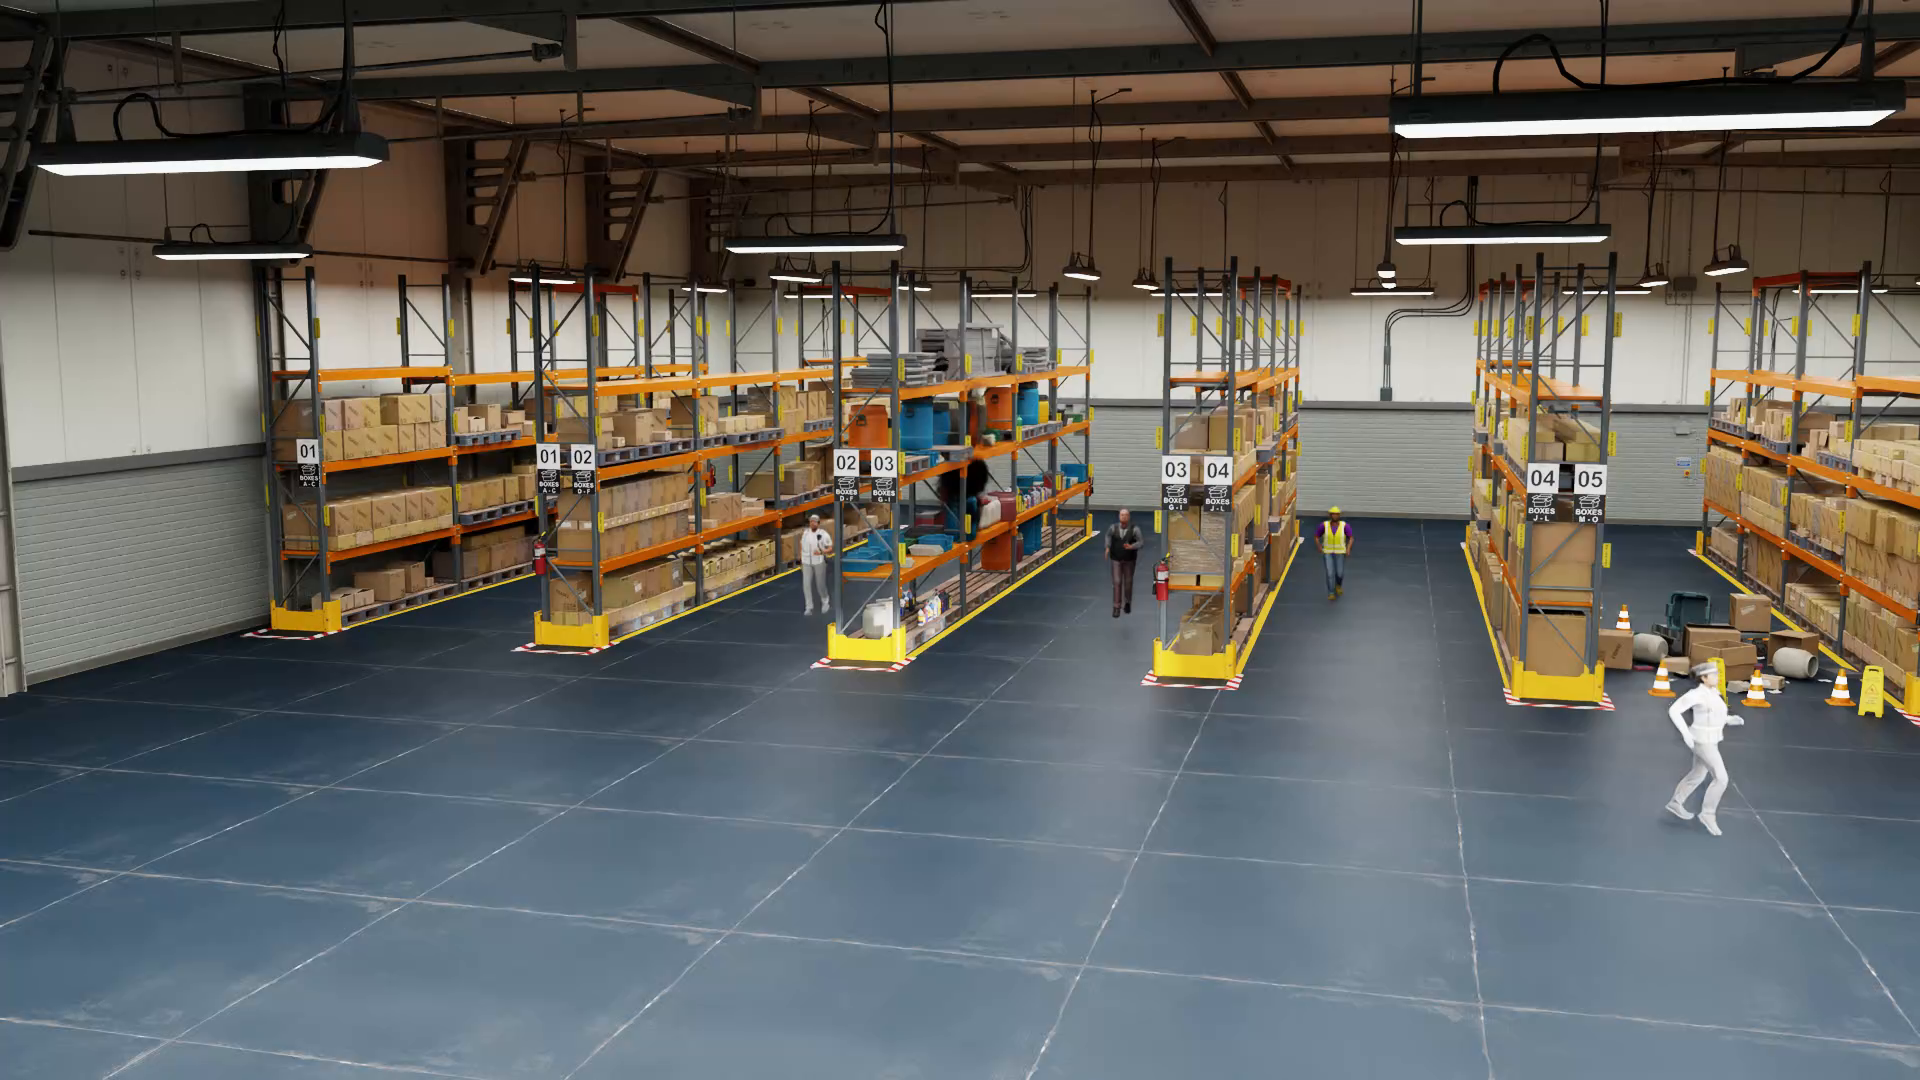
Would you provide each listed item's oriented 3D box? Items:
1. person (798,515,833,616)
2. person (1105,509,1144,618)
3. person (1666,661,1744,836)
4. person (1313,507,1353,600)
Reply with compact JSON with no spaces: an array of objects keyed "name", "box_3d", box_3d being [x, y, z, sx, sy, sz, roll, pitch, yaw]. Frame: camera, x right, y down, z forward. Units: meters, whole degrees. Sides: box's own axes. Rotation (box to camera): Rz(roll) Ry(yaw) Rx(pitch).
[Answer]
[{"name":"person","box_3d":[-2.419,0.417,27.572,0.620,1.673,0.747,2,7,13]},{"name":"person","box_3d":[2.698,0.365,27.390,0.657,1.752,0.826,1,7,8]},{"name":"person","box_3d":[7.457,2.064,16.663,0.732,1.749,0.576,7,10,44]},{"name":"person","box_3d":[6.912,0.237,30.836,0.720,1.728,0.581,2,7,12]}]
